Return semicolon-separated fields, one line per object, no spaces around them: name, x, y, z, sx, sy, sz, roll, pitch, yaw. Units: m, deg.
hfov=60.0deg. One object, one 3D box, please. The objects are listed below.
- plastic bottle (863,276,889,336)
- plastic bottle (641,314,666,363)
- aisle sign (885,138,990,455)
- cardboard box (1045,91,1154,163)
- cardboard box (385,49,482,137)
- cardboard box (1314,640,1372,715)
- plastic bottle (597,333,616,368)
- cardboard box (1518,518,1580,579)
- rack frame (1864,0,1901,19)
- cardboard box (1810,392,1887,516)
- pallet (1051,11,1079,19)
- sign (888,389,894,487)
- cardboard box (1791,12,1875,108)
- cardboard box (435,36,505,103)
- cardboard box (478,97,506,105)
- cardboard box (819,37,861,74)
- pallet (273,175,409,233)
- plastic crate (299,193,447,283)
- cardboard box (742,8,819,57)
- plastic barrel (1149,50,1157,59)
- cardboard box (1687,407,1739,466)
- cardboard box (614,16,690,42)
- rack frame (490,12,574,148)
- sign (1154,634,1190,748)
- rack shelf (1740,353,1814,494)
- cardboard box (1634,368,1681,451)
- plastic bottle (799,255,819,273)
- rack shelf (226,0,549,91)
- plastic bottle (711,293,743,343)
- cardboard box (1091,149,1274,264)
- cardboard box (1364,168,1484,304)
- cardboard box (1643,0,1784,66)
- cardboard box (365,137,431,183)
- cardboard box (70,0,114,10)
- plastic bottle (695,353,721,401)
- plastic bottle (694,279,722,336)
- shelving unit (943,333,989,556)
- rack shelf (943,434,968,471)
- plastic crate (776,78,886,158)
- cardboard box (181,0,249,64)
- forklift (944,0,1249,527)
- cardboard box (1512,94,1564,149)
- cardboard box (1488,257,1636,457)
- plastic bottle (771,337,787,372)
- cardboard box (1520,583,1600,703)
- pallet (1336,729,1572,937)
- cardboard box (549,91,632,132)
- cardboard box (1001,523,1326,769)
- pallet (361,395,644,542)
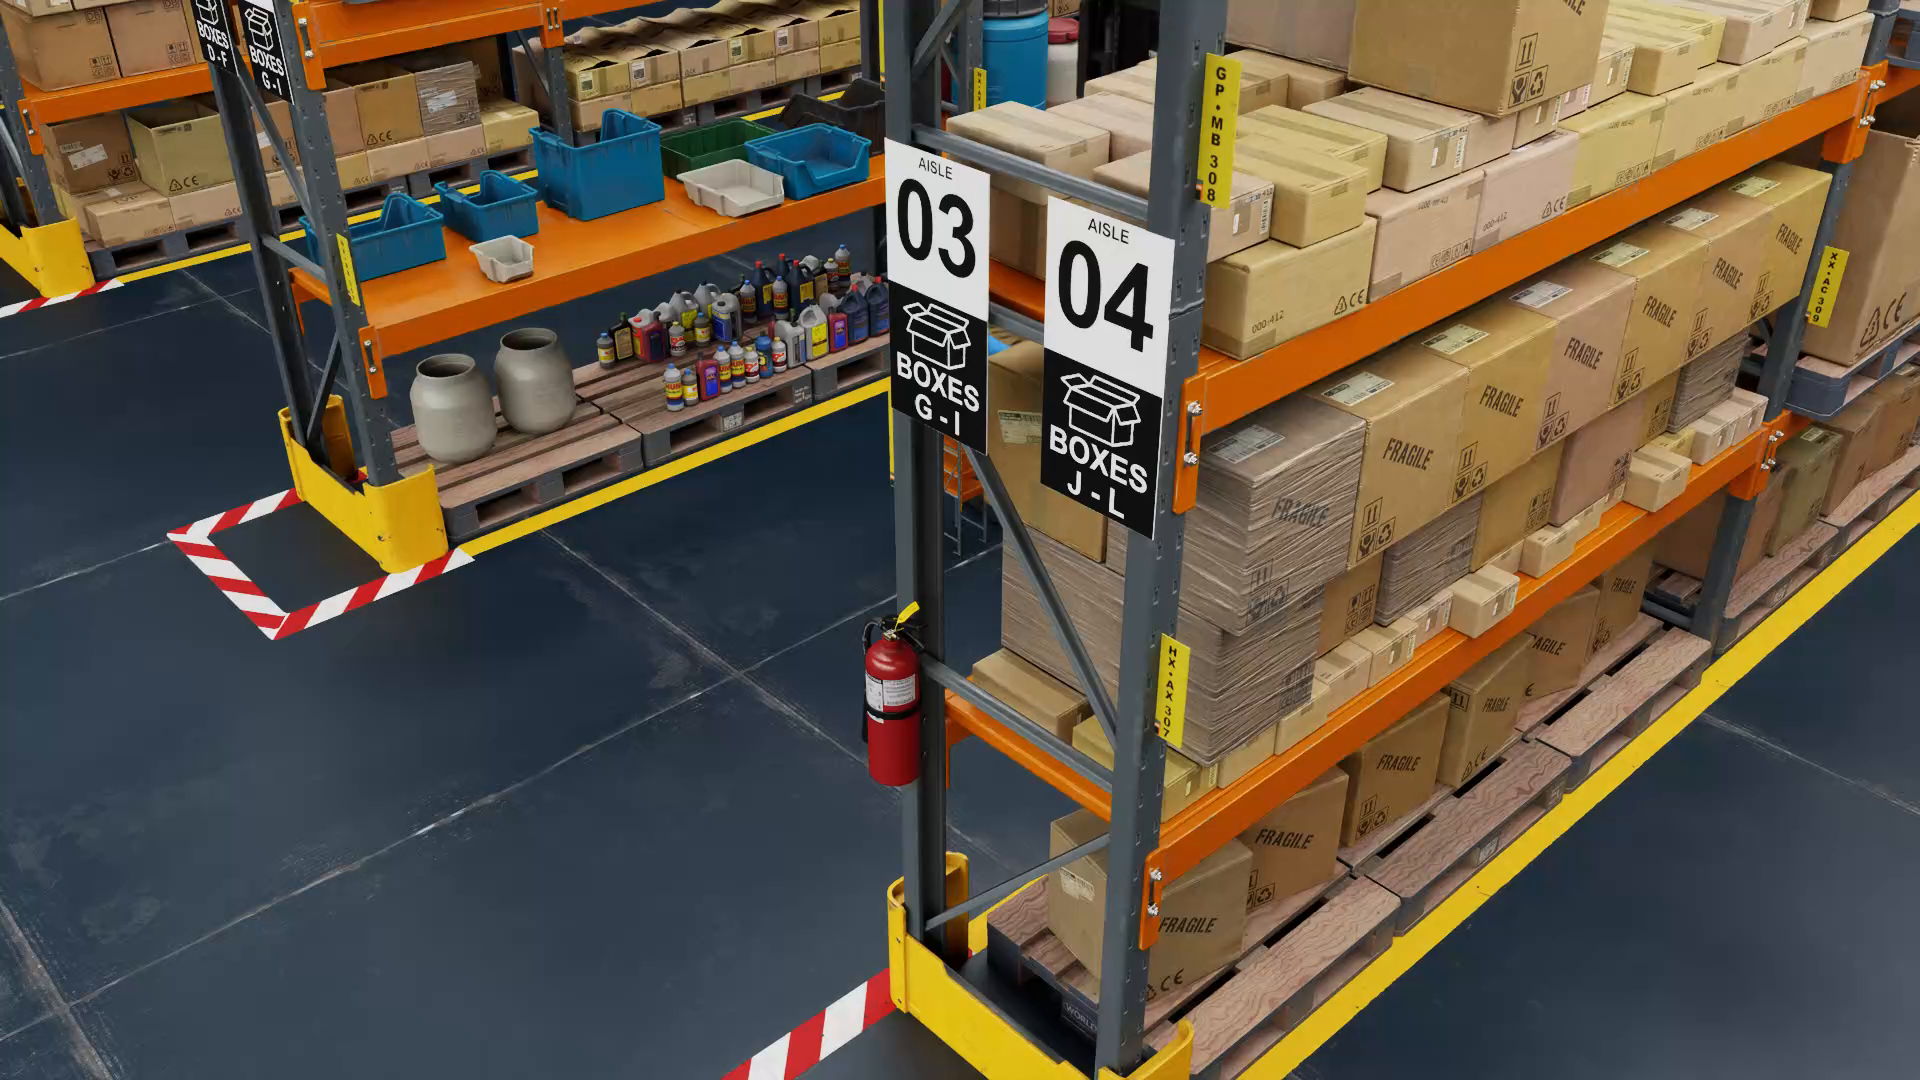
plastic bottle;-0.523;-1.471;10.398;0.185;0.351;0.144;-27;41;-37
plastic bottle;-1.855;-1.220;10.052;0.133;0.283;0.061;-26;40;-35
aisle sign;-0.062;-0.641;4.431;0.004;0.787;0.394;-26;40;-35
cardboard box;0.450;-1.090;4.544;0.250;0.149;0.380;-27;41;-37
cardboard box;-4.178;-3.554;13.200;0.500;0.500;0.500;-26;40;-35
cardboard box;1.118;0.397;5.465;0.250;0.149;0.380;-26;40;-35
plastic bottle;-2.131;-1.147;10.010;0.097;0.201;0.097;0;31;0
cardboard box;2.053;-0.035;6.173;0.250;0.149;0.380;-26;40;-35
rack frame;3.121;-3.417;5.712;0.127;3.000;1.000;-26;40;-35
cardboard box;4.358;-0.549;8.747;0.700;0.500;0.500;25;40;35
pallet;0.789;-5.559;17.638;1.213;0.211;1.003;-26;40;-35
sign;-0.175;-0.287;4.931;0.005;0.325;0.100;-26;40;-35
cardboard box;2.964;-1.812;6.106;0.500;0.250;0.500;-24;39;-34
cardboard box;-4.165;-3.930;13.816;0.500;0.500;0.500;-26;40;-35
cardboard box;-4.158;-3.606;14.005;0.500;0.250;0.500;-26;40;-35
cardboard box;-1.274;-4.609;15.646;0.500;0.250;0.500;-26;40;-36
pallet;-5.118;-2.758;13.058;1.213;0.211;1.003;-26;40;-35
plastic crate;-3.016;-1.562;8.572;0.616;0.251;0.499;-26;40;-35
cardboard box;-1.644;-4.668;15.204;0.500;0.311;0.500;-26;40;-36
plastic barrel;1.142;-3.326;11.184;0.433;0.535;0.433;0;31;0
cardboard box;2.973;-0.477;6.895;0.250;0.149;0.380;-26;40;-35
cardboard box;-2.765;-4.510;14.946;0.500;0.311;0.500;-26;40;-36
rack frame;-3.612;-4.649;13.477;0.127;3.000;1.000;-26;40;-35
sign;0.557;0.399;4.392;0.005;0.325;0.100;-26;40;-35
rack shelf;4.587;-1.260;8.625;4.000;0.370;1.077;-26;40;-35
cardboard box;2.358;-0.727;6.683;0.500;0.500;0.875;-26;40;-35
plastic bottle;-0.997;-1.708;10.856;0.135;0.276;0.152;-24;39;-34
rack shelf;-1.713;-3.016;8.621;4.000;0.370;1.077;-26;40;-35
plastic bottle;-1.452;-1.385;10.329;0.135;0.276;0.152;-26;40;-35
cardboard box;0.547;-0.834;4.125;0.250;0.149;0.380;-26;40;-36
cardboard box;1.091;-0.912;4.634;0.500;0.250;0.500;-27;40;-36
cardboard box;2.511;-1.728;5.587;0.250;0.149;0.380;-27;41;-37
cardboard box;-4.533;-3.050;13.096;0.500;0.250;0.500;-26;40;-35
cardboard box;-5.919;-3.701;11.209;0.250;0.149;0.380;-27;41;-37
plastic bottle;-1.460;-0.960;9.626;0.133;0.283;0.061;-25;39;-35
plastic bottle;-1.571;-1.465;10.387;0.185;0.351;0.144;-26;40;-36
shelving unit;-0.011;-0.507;8.429;0.189;1.200;0.258;-26;40;-35
rack shelf;-0.011;-0.469;8.452;0.180;0.103;0.258;-26;40;-35
plastic crate;-0.717;-2.589;10.168;0.504;0.338;0.767;-26;40;-35
cardboard box;-5.444;-3.795;11.985;0.500;0.500;0.700;-26;40;-35
forklift;1.400;-1.752;8.806;3.031;2.935;1.130;-20;37;-29
cardboard box;1.524;-1.282;4.858;0.380;0.149;0.250;27;41;37
cardboard box;1.876;-0.658;5.612;0.500;0.500;0.500;-26;40;-35
plastic bottle;-1.090;-1.116;9.961;0.097;0.201;0.097;0;31;0
cardboard box;2.386;0.362;7.276;0.500;0.500;0.500;-13;34;-21
pallet;1.758;1.019;6.882;1.213;0.211;1.003;-26;40;-35
cardboard box;-3.148;-3.703;14.164;0.500;0.250;0.500;-27;40;-37
cardboard box;0.610;0.207;5.155;0.500;0.500;0.875;-26;40;-35
pallet;-2.557;-0.475;9.324;1.213;0.211;1.003;-26;40;-35
